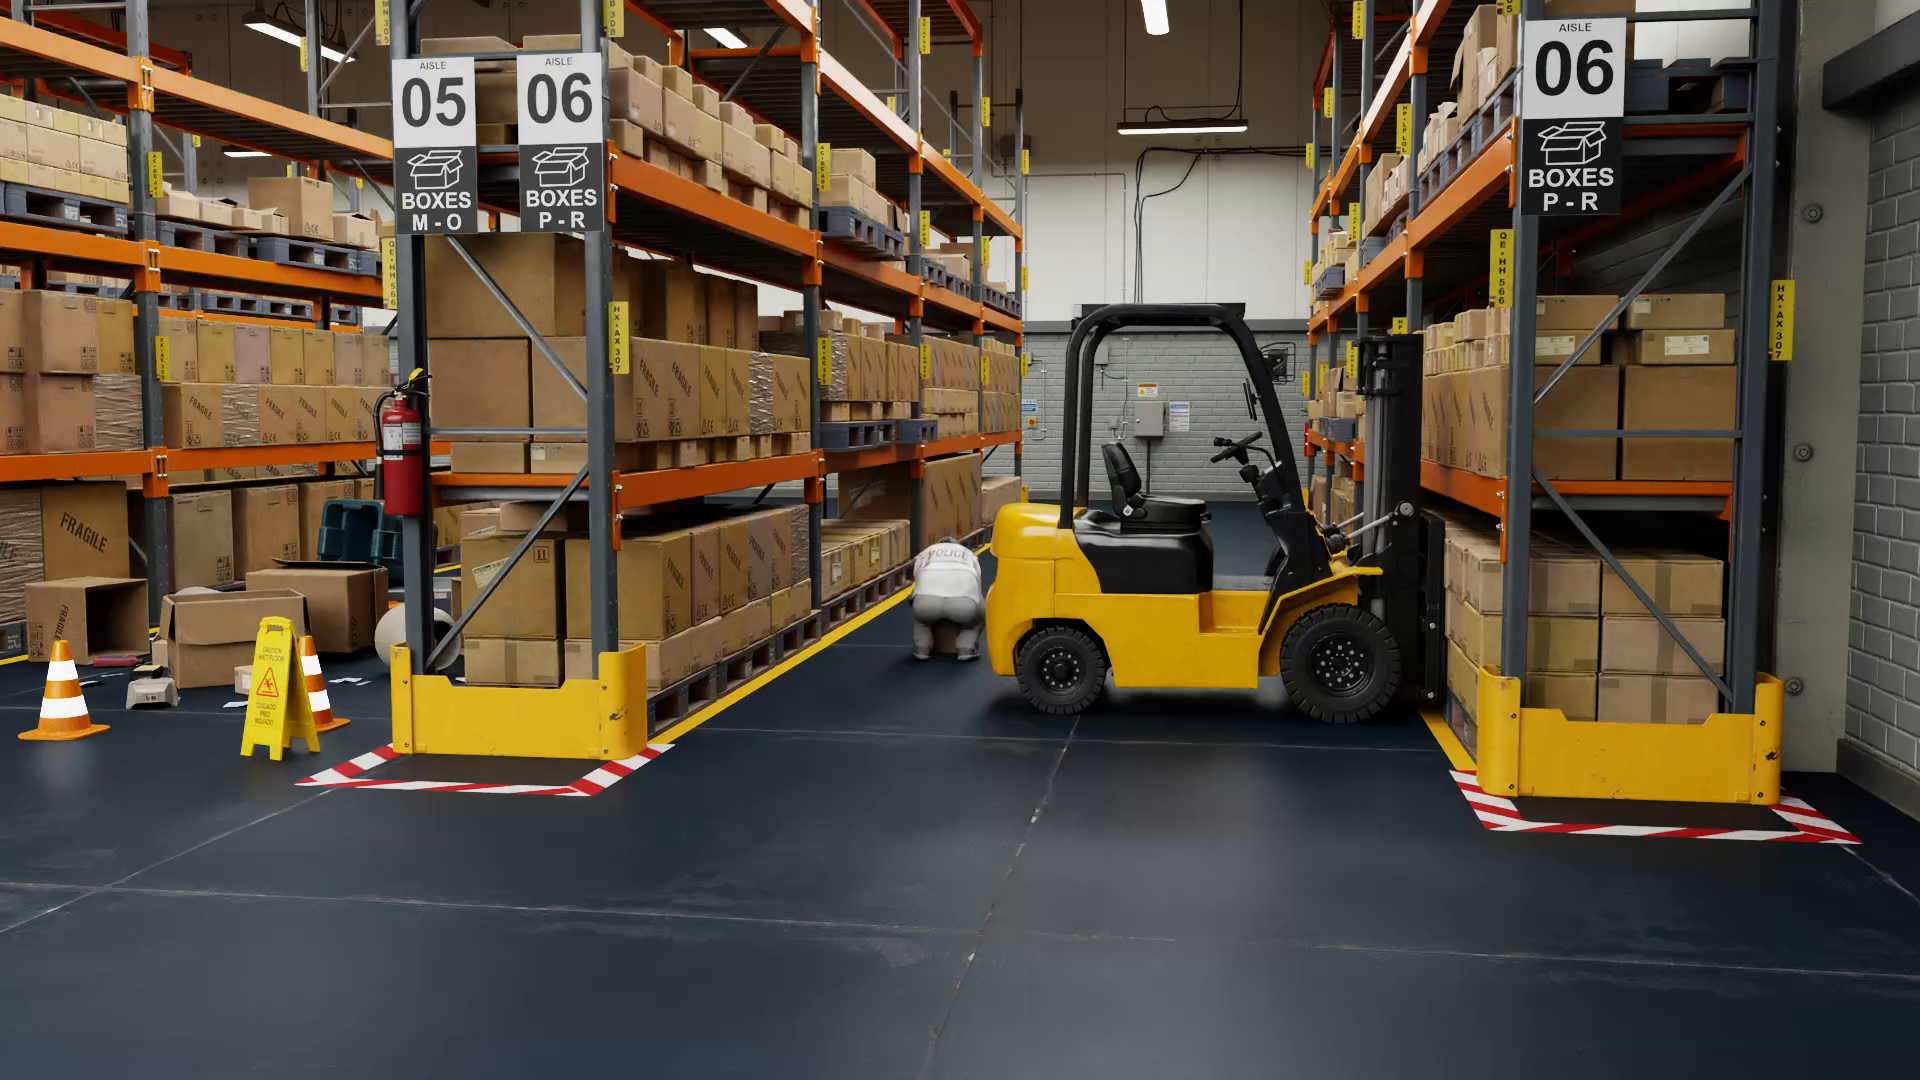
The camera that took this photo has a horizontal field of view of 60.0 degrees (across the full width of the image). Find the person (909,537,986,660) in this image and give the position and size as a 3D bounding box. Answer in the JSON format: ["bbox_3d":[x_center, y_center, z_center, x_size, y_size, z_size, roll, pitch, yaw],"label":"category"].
[{"bbox_3d":[-0.070,0.413,10.849,0.504,0.822,0.898,1,5,7],"label":"person"}]
